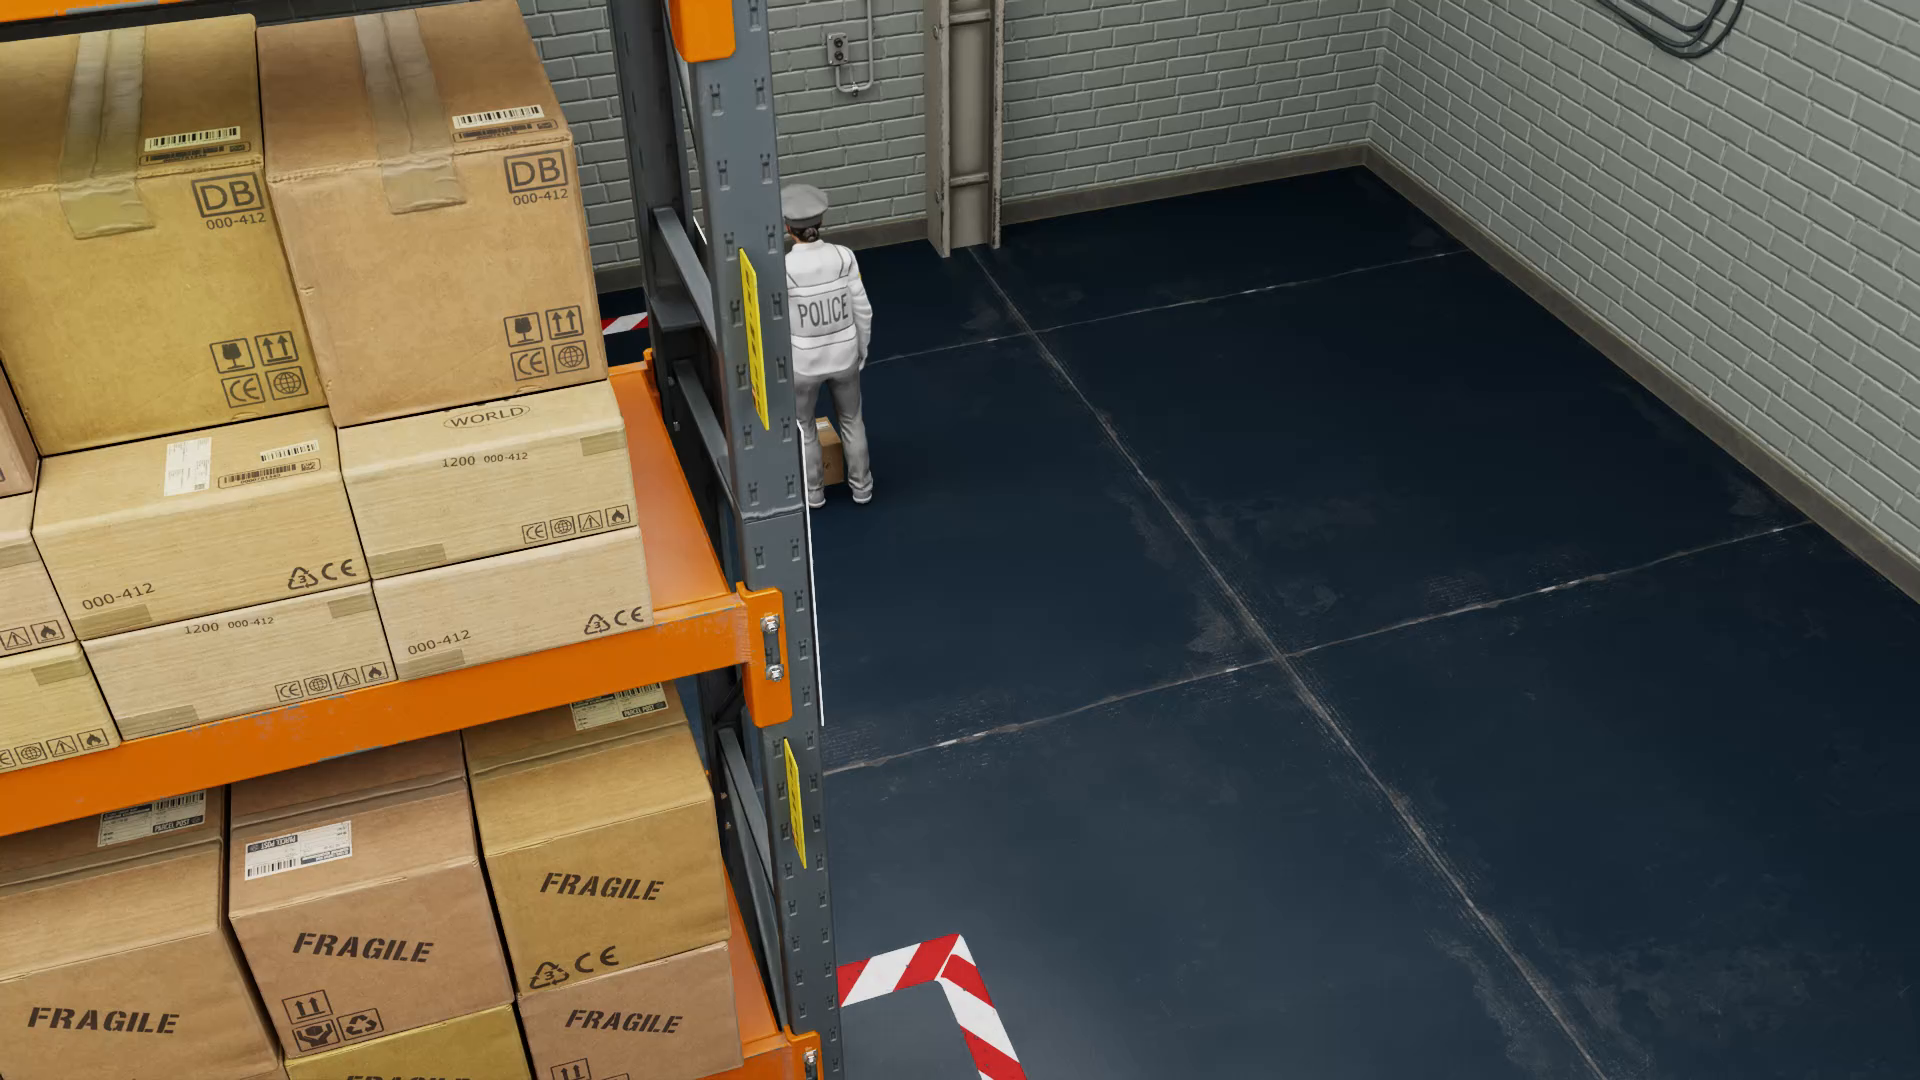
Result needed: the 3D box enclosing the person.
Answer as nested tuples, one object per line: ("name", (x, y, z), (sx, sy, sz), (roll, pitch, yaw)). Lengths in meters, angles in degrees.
("person", (-0.679, -0.868, 7.892), (0.542, 1.665, 0.405), (-14, 40, -17))
